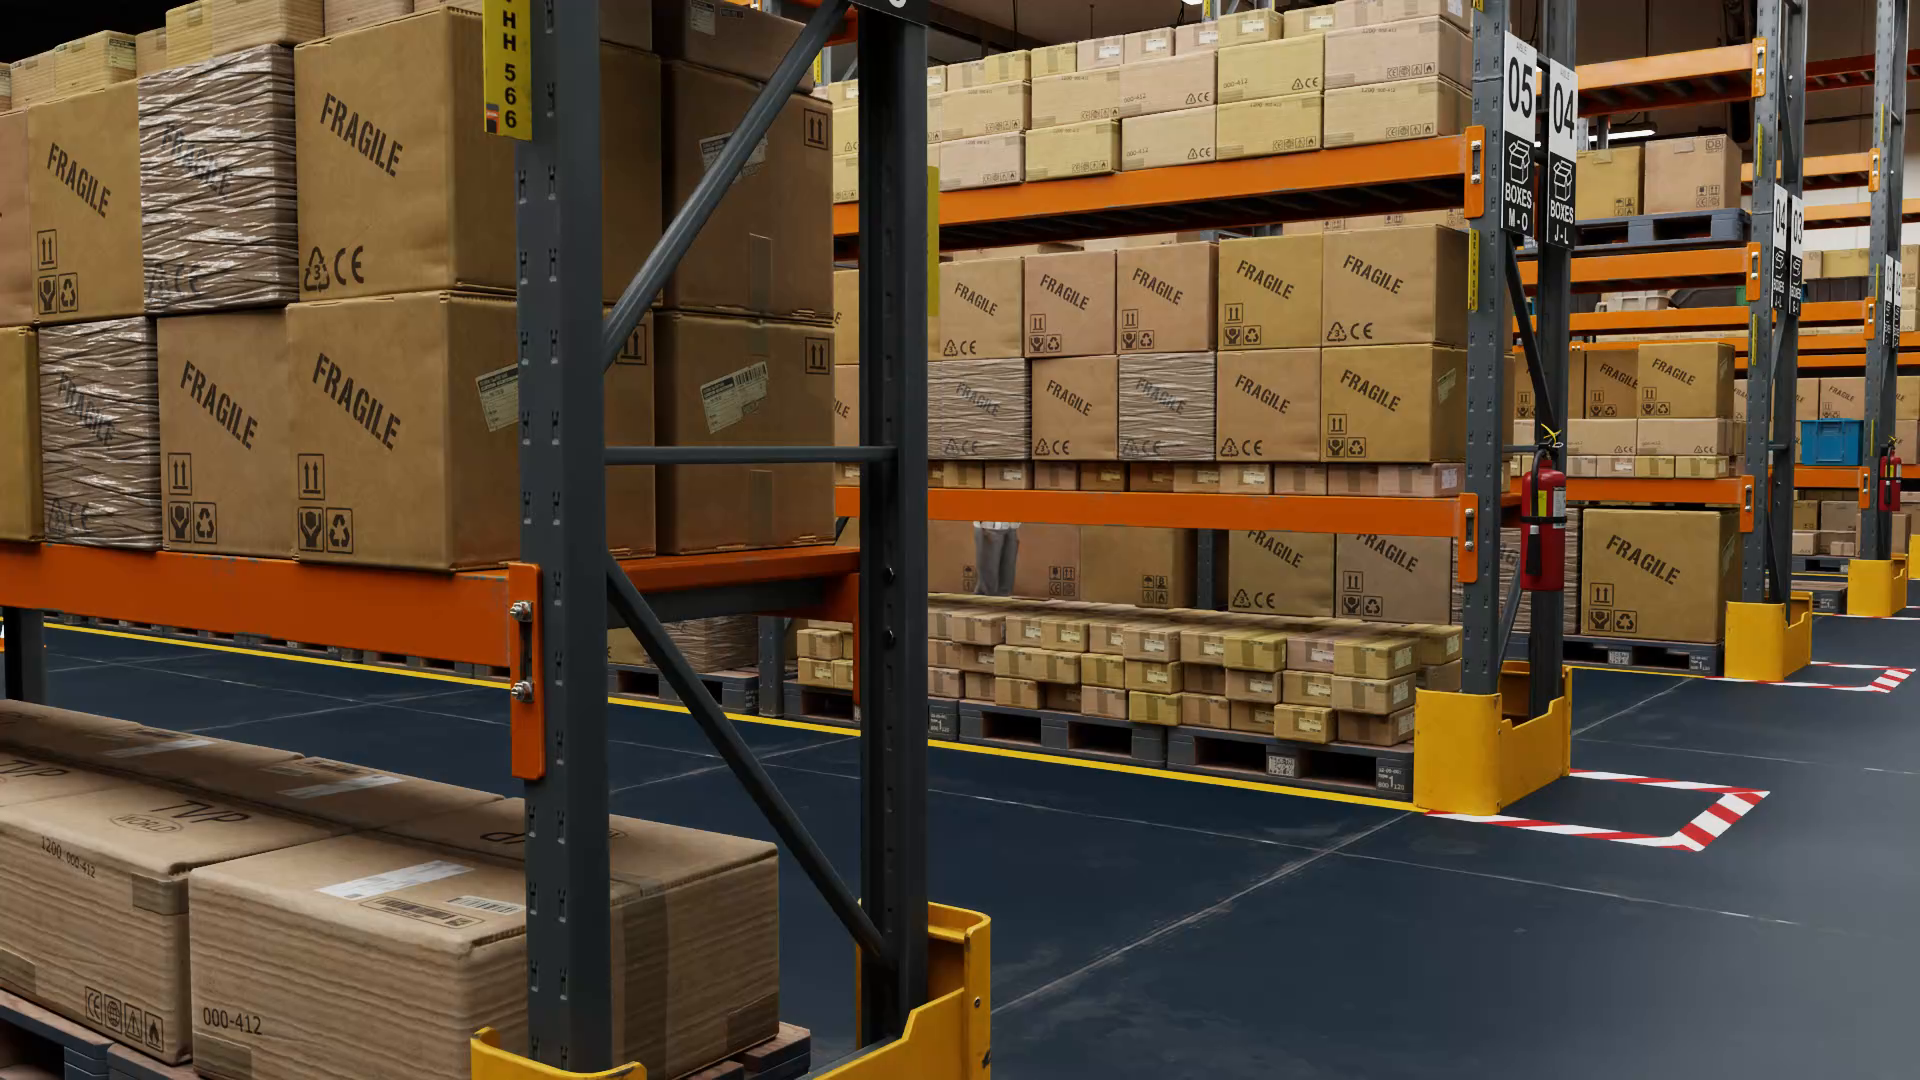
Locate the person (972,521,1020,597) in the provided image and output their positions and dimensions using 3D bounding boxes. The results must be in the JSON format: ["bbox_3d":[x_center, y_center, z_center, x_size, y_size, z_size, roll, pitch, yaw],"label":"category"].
[{"bbox_3d":[0.300,-0.050,12.988,0.339,1.696,0.438,3,4,37],"label":"person"}]
